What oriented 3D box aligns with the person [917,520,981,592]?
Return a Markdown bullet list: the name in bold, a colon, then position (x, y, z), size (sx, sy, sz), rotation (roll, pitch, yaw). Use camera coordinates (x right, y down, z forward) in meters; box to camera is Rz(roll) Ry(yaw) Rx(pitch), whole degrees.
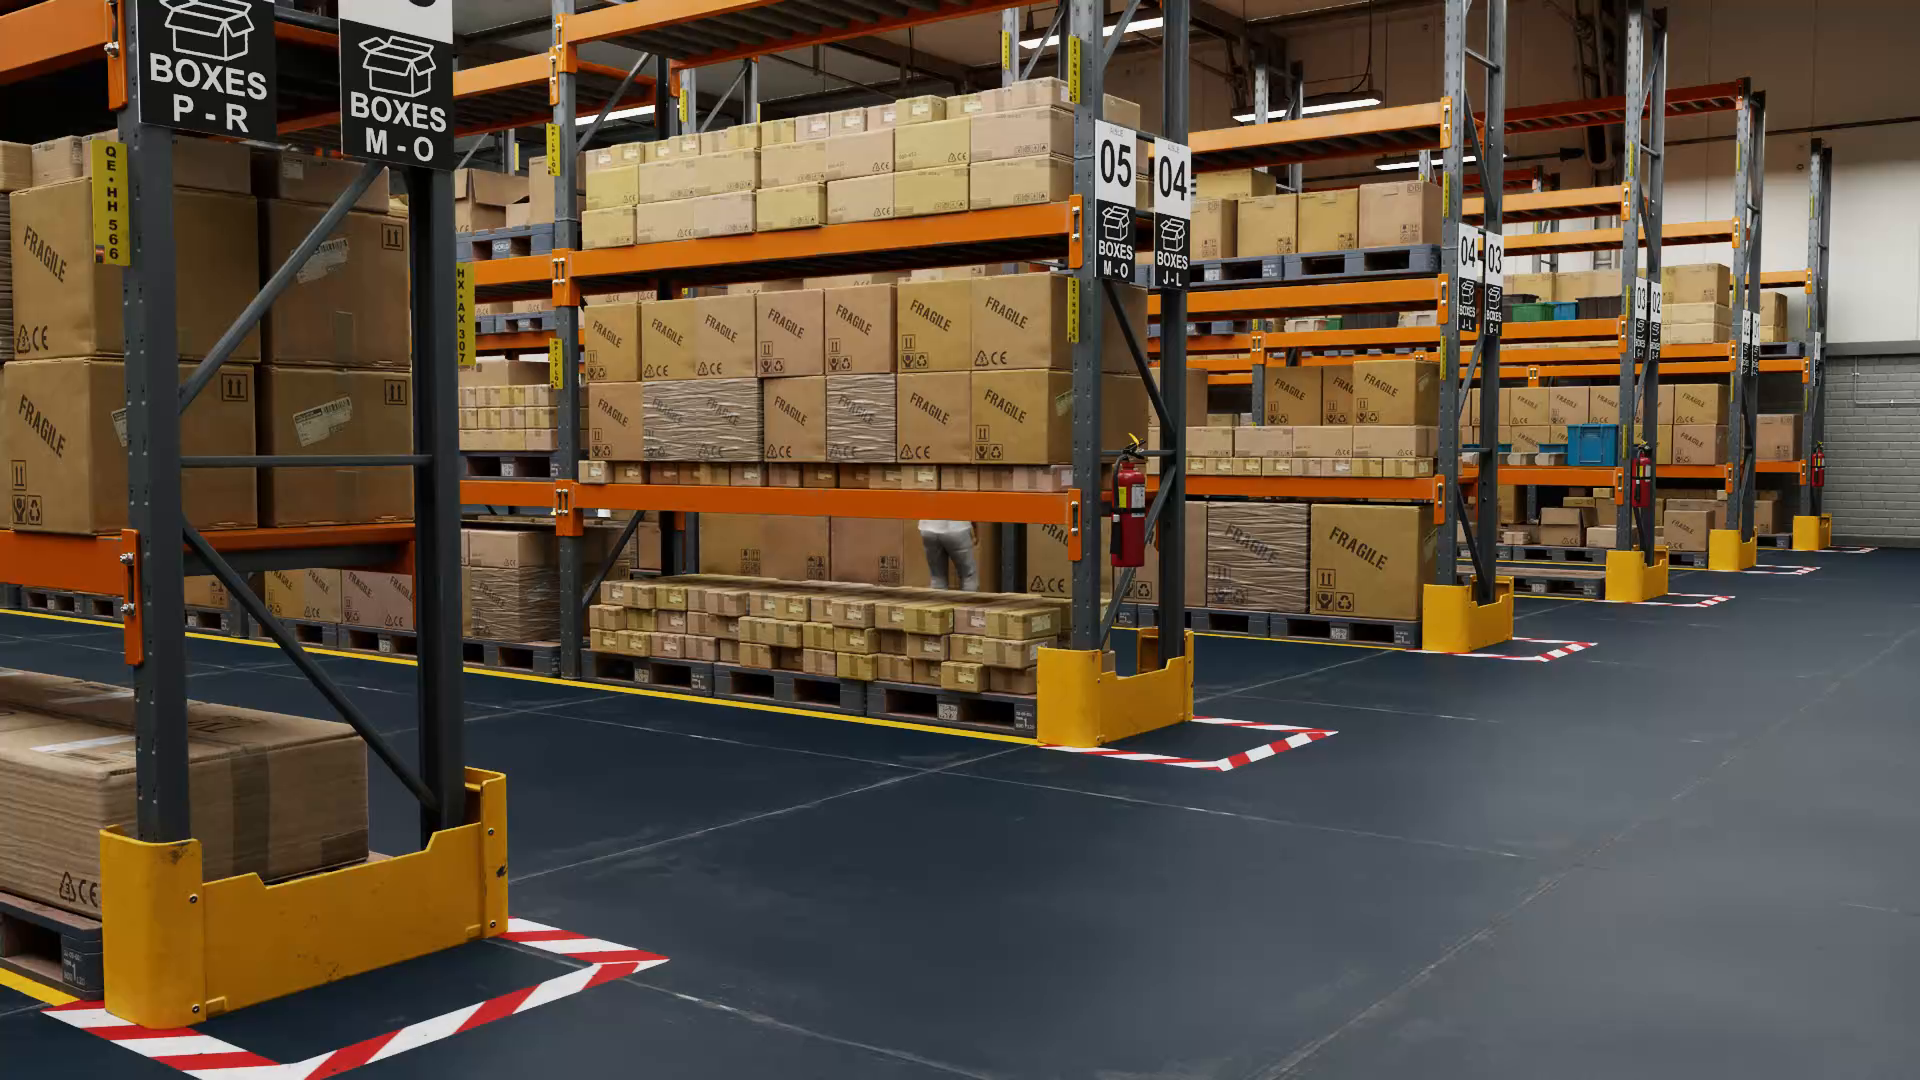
- **person**: position (-0.055, -0.061, 13.511), size (0.596, 1.669, 0.526), rotation (2, 4, 29)
